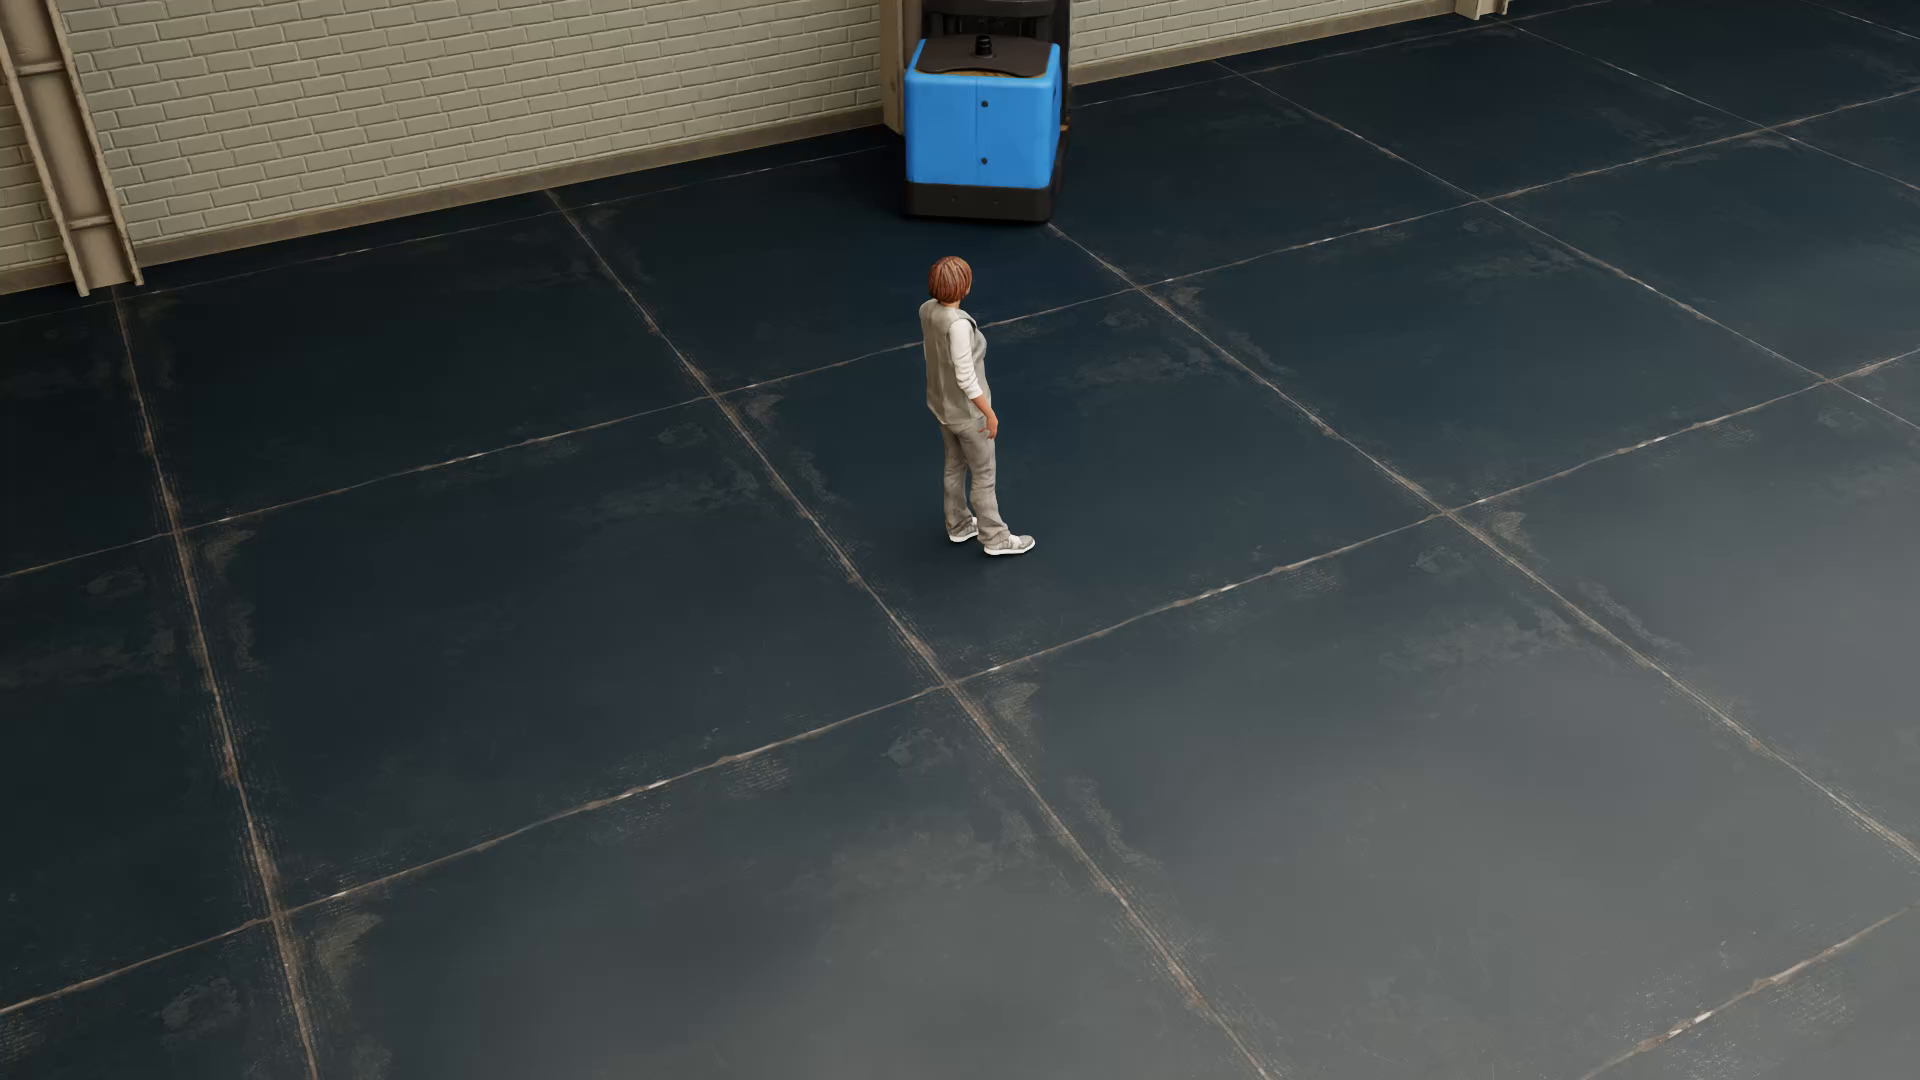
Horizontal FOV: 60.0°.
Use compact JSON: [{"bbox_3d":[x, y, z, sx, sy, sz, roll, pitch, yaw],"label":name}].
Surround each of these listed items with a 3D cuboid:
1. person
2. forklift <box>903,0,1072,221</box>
[{"bbox_3d":[0.072,-0.671,8.215,0.475,1.597,0.520,-17,39,-23],"label":"person"},{"bbox_3d":[0.293,-4.281,12.180,1.130,2.935,3.031,4,35,6],"label":"forklift"}]
